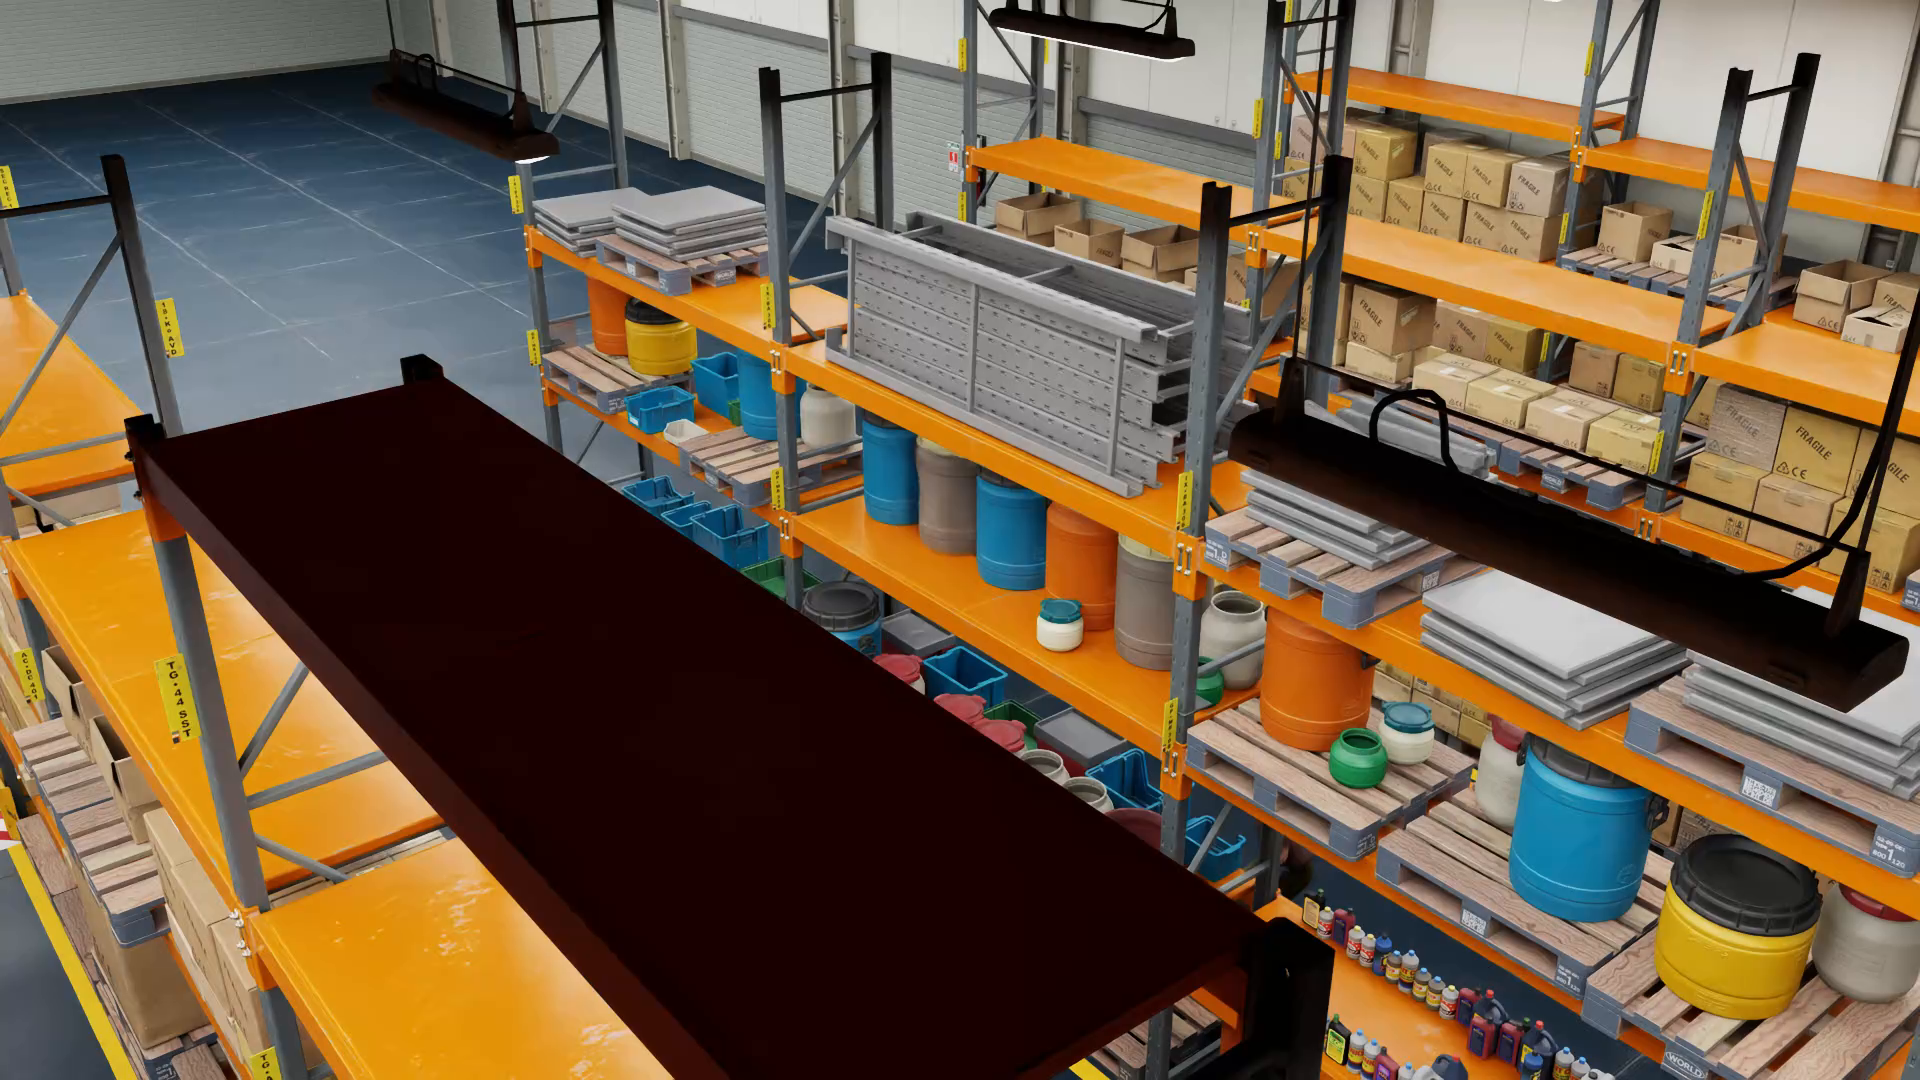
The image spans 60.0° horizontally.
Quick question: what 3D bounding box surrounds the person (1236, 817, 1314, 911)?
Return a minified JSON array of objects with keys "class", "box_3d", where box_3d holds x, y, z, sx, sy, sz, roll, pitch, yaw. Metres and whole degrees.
[{"class":"person","box_3d":[2.206,1.998,11.731,0.614,1.773,0.632,0,26,0]}]
